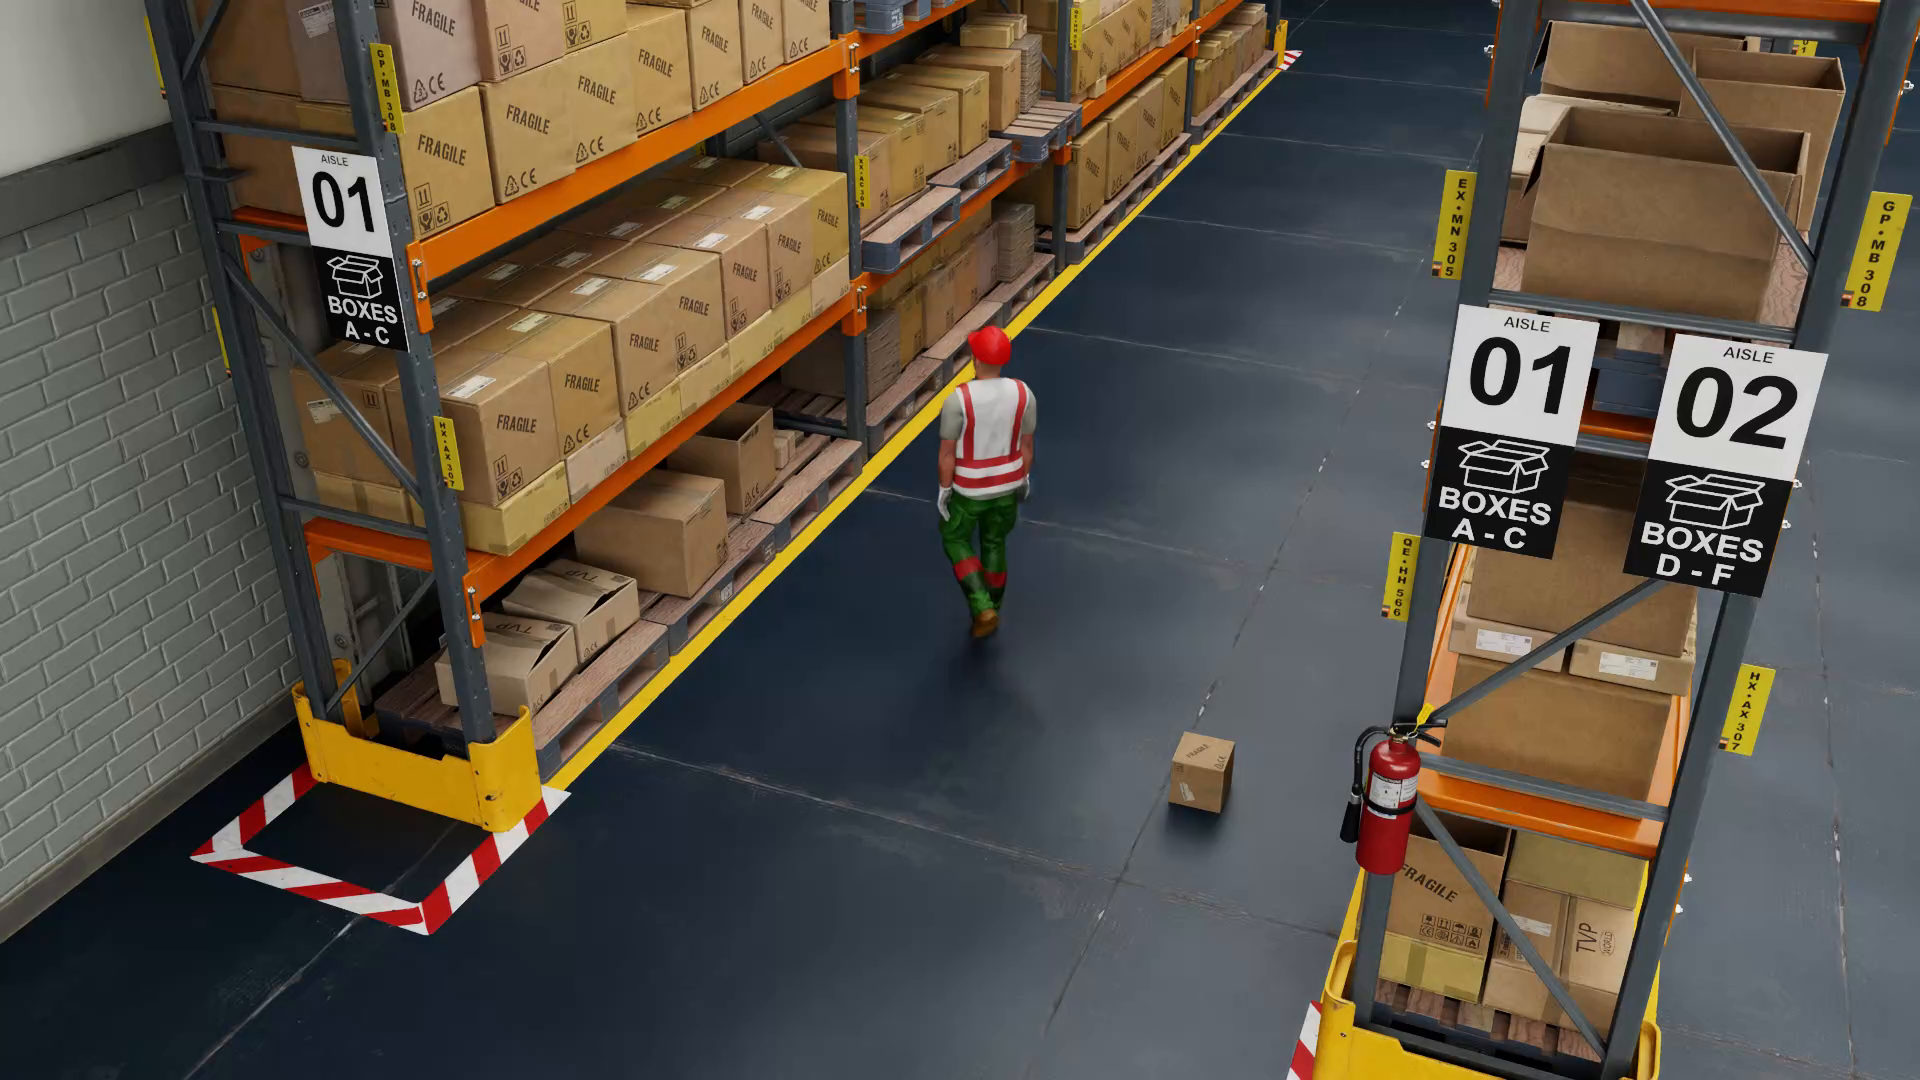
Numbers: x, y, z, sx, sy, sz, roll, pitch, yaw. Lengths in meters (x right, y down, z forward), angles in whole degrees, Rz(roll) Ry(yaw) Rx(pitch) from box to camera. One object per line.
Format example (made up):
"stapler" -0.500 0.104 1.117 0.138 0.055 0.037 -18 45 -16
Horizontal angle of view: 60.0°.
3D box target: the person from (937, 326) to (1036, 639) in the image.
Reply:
"person" 0.145 -0.268 8.805 0.546 1.780 0.589 -9 31 -15
